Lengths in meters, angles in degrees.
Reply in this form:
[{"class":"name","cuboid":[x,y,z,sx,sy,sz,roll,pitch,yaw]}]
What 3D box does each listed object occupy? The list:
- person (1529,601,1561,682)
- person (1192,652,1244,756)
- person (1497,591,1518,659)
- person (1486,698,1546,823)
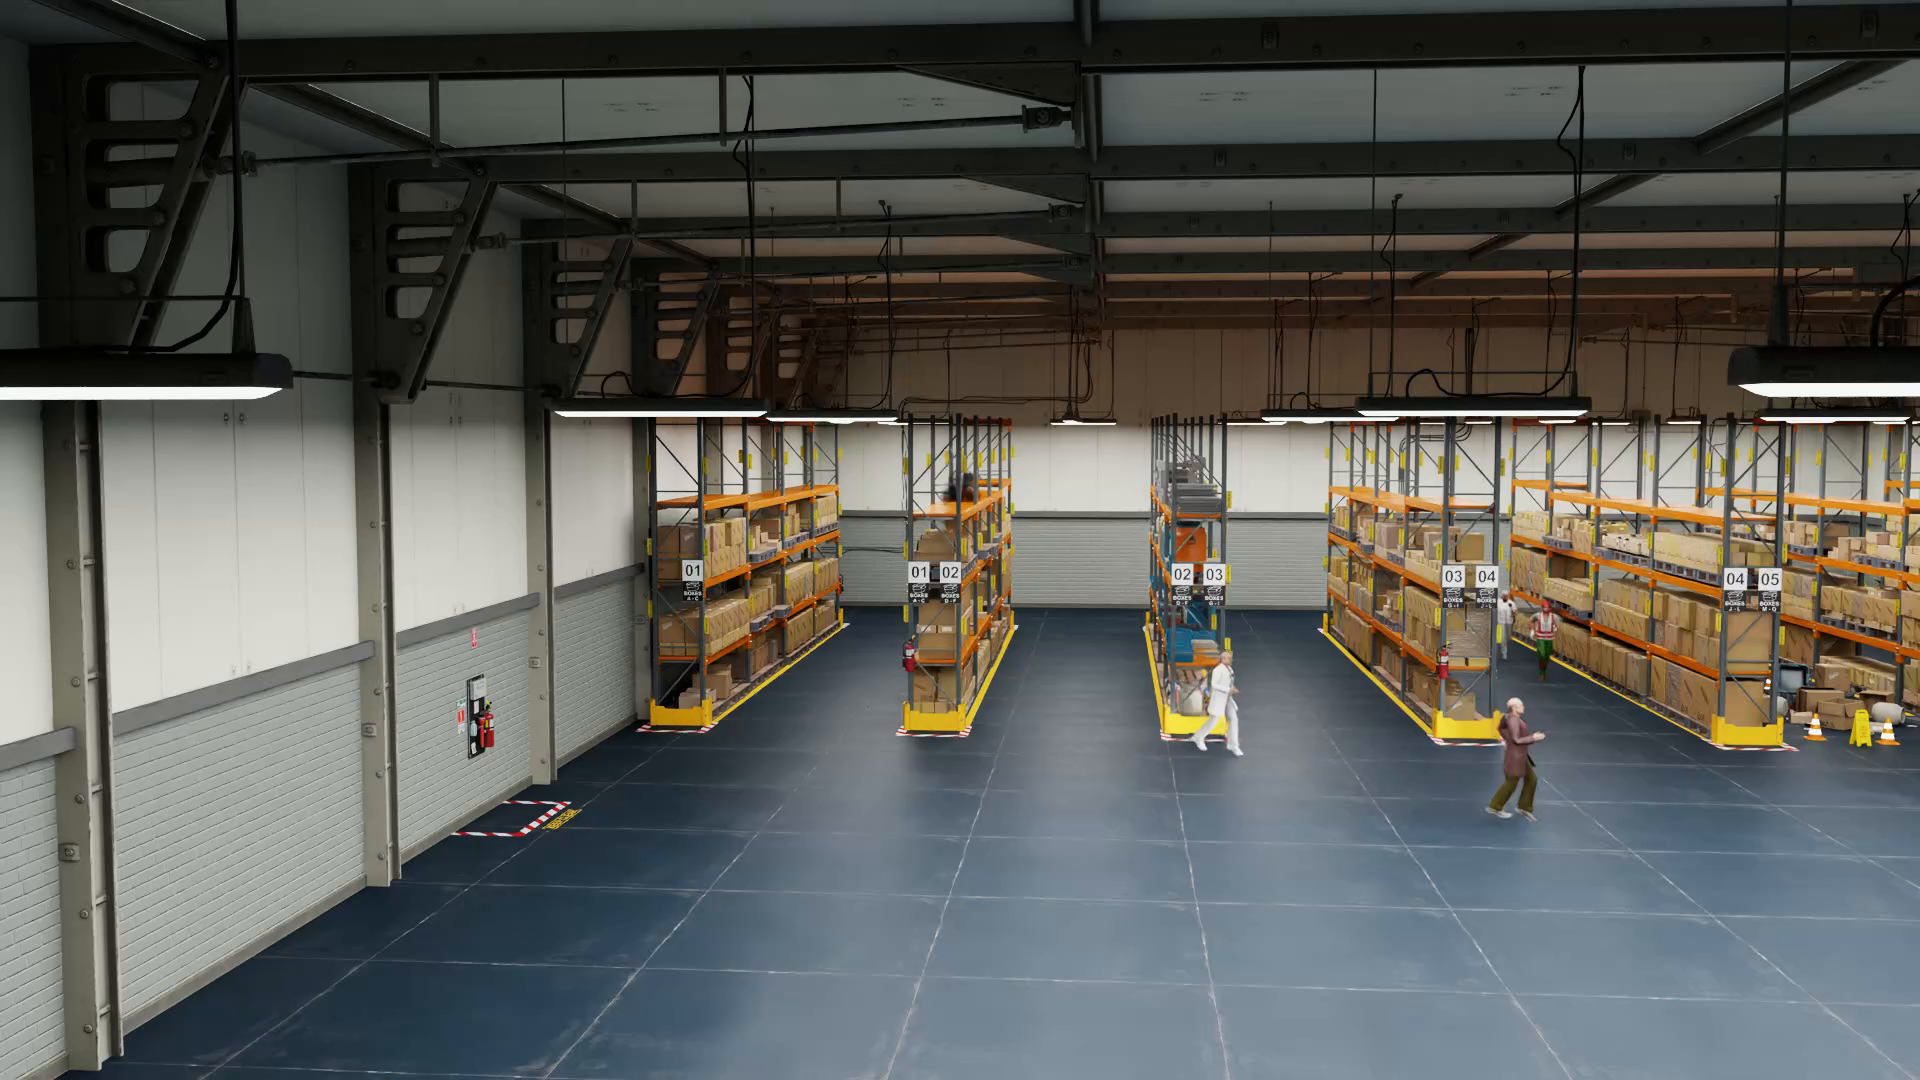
[{"class":"person","cuboid":[13.305,2.298,37.783,0.639,1.845,0.783,0,4,5]},{"class":"person","cuboid":[4.587,2.862,29.317,1.006,1.808,0.691,3,5,42]},{"class":"person","cuboid":[13.672,2.102,41.677,0.598,1.677,0.830,1,4,11]},{"class":"person","cuboid":[8.075,3.206,24.145,0.805,1.837,0.686,2,4,25]}]
